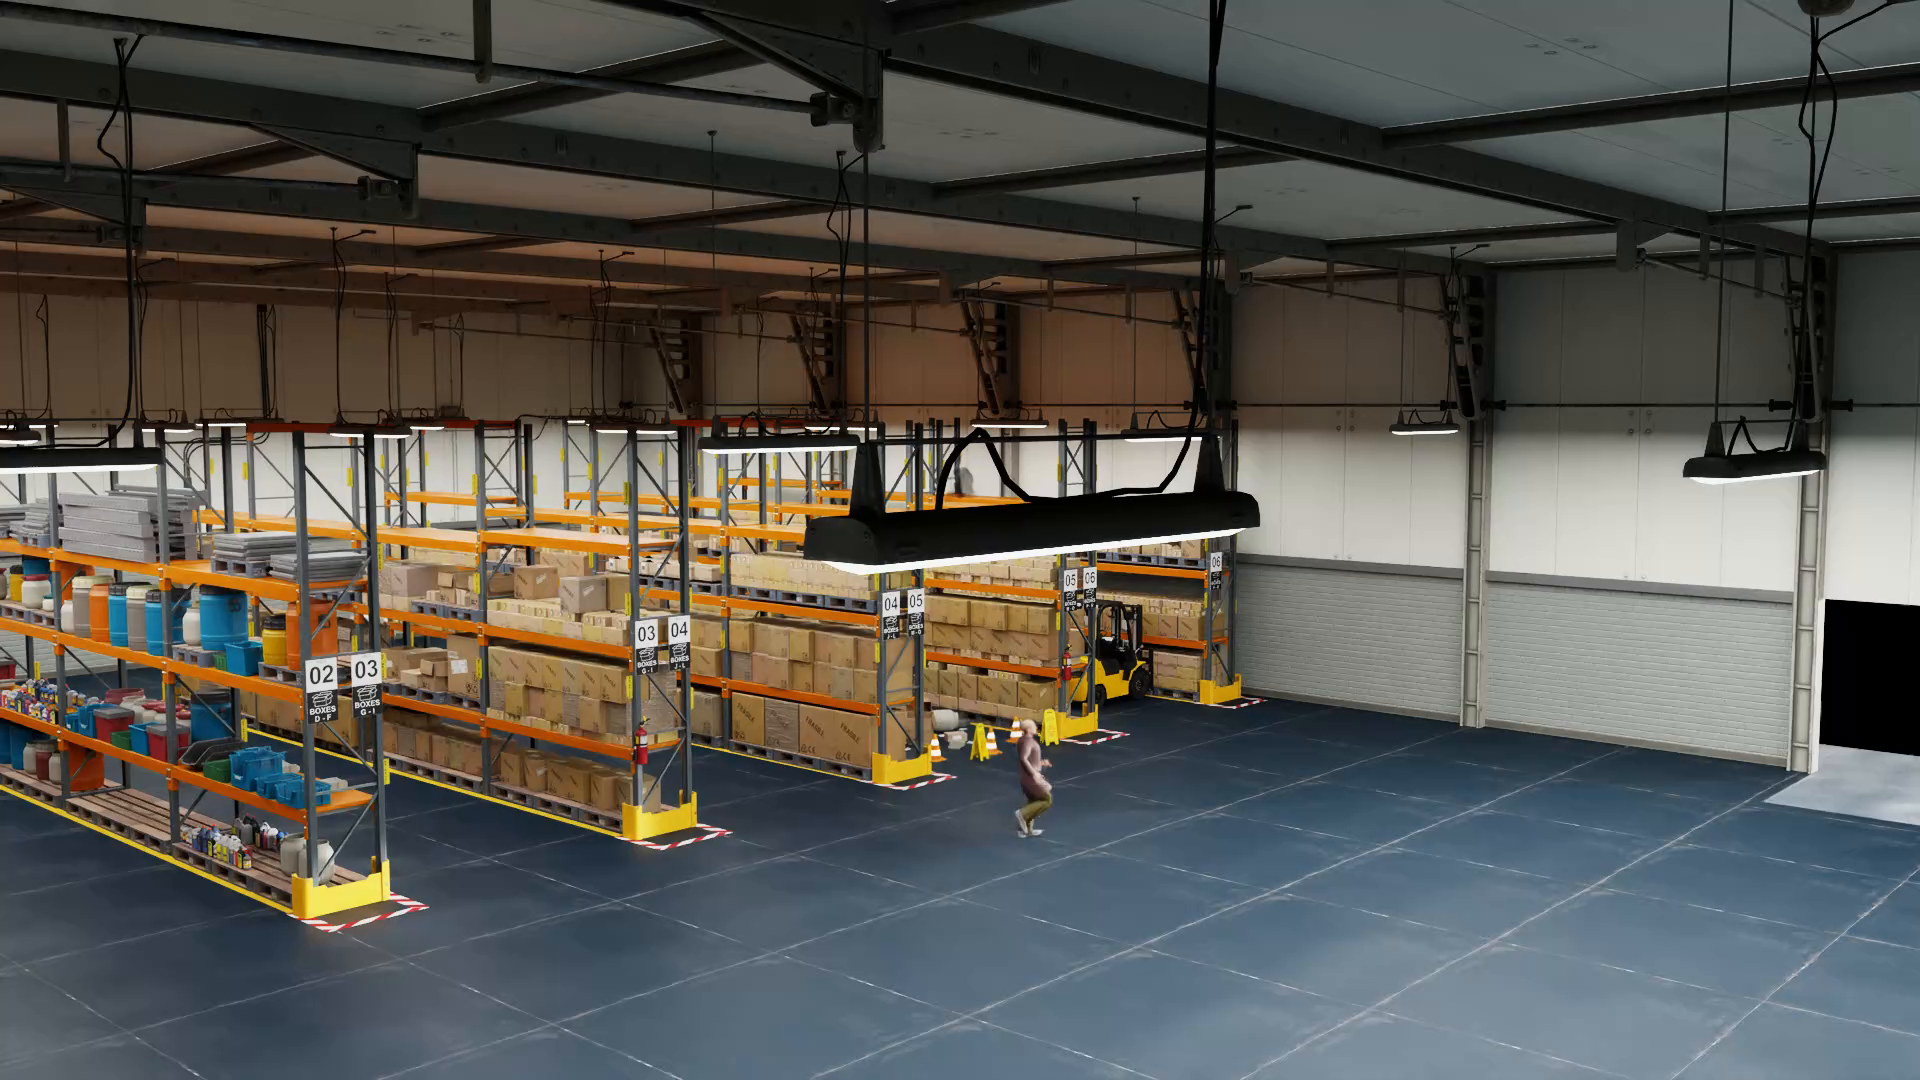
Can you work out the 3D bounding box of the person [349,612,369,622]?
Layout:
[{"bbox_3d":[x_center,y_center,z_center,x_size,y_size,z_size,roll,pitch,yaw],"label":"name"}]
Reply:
[{"bbox_3d":[-14.171,2.301,38.978,0.680,1.692,0.540,1,5,13],"label":"person"}]

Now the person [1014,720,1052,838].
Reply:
[{"bbox_3d":[1.074,3.484,24.318,0.624,1.737,0.713,-1,5,-13],"label":"person"}]

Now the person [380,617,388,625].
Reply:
[{"bbox_3d":[-13.942,2.309,39.792,0.588,1.640,0.890,-3,6,-35],"label":"person"}]
